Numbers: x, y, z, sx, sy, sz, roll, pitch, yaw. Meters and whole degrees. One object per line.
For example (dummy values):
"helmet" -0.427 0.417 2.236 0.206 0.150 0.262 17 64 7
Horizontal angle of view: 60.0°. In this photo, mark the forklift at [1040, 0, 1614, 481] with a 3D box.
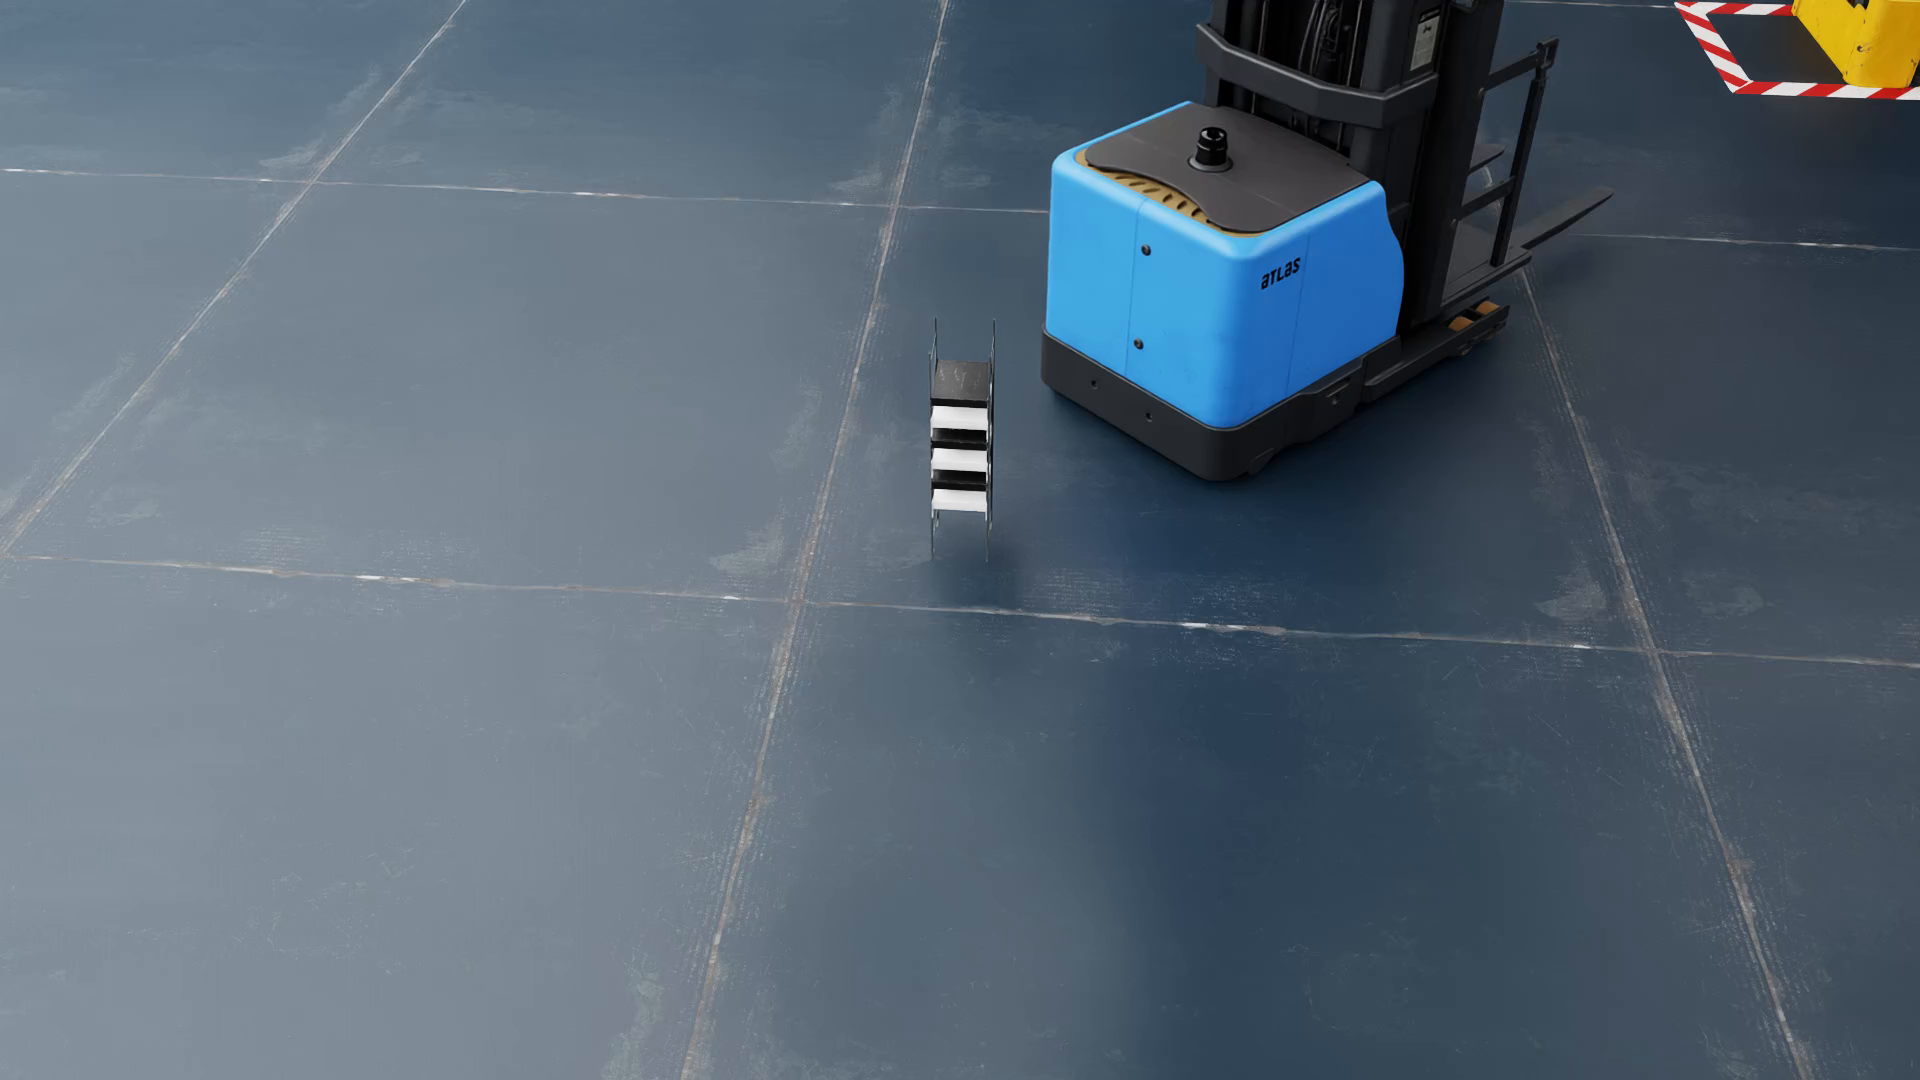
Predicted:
"forklift" 1.776 -2.161 6.583 3.031 2.935 1.130 -29 47 -31

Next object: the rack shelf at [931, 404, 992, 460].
"rack shelf" 0.008 -0.392 5.930 0.200 0.077 0.258 3 39 4

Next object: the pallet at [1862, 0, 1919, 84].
"pallet" 6.060 -2.953 9.711 1.213 0.211 1.003 3 39 4

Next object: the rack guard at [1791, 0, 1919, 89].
"rack guard" 5.252 -3.113 9.679 0.348 0.500 1.175 3 39 4

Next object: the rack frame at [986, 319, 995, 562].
"rack frame" 0.109 -0.343 5.959 0.006 0.900 0.240 3 39 4

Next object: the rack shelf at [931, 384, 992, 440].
"rack shelf" 0.008 -0.462 5.873 0.200 0.077 0.258 3 39 4

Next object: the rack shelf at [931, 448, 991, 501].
"rack shelf" 0.008 -0.253 6.043 0.200 0.077 0.258 3 39 4

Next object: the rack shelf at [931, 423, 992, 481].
"rack shelf" 0.008 -0.323 5.986 0.200 0.077 0.258 3 39 4

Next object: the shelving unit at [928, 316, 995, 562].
"shelving unit" 0.008 -0.349 5.965 0.210 0.900 0.258 3 39 4

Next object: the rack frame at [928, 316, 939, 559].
"rack frame" -0.093 -0.354 5.972 0.006 0.900 0.240 3 39 4

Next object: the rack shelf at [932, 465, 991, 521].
"rack shelf" 0.008 -0.183 6.100 0.200 0.077 0.258 3 39 4

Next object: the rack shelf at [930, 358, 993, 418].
"rack shelf" 0.008 -0.532 5.816 0.200 0.077 0.258 3 39 4
